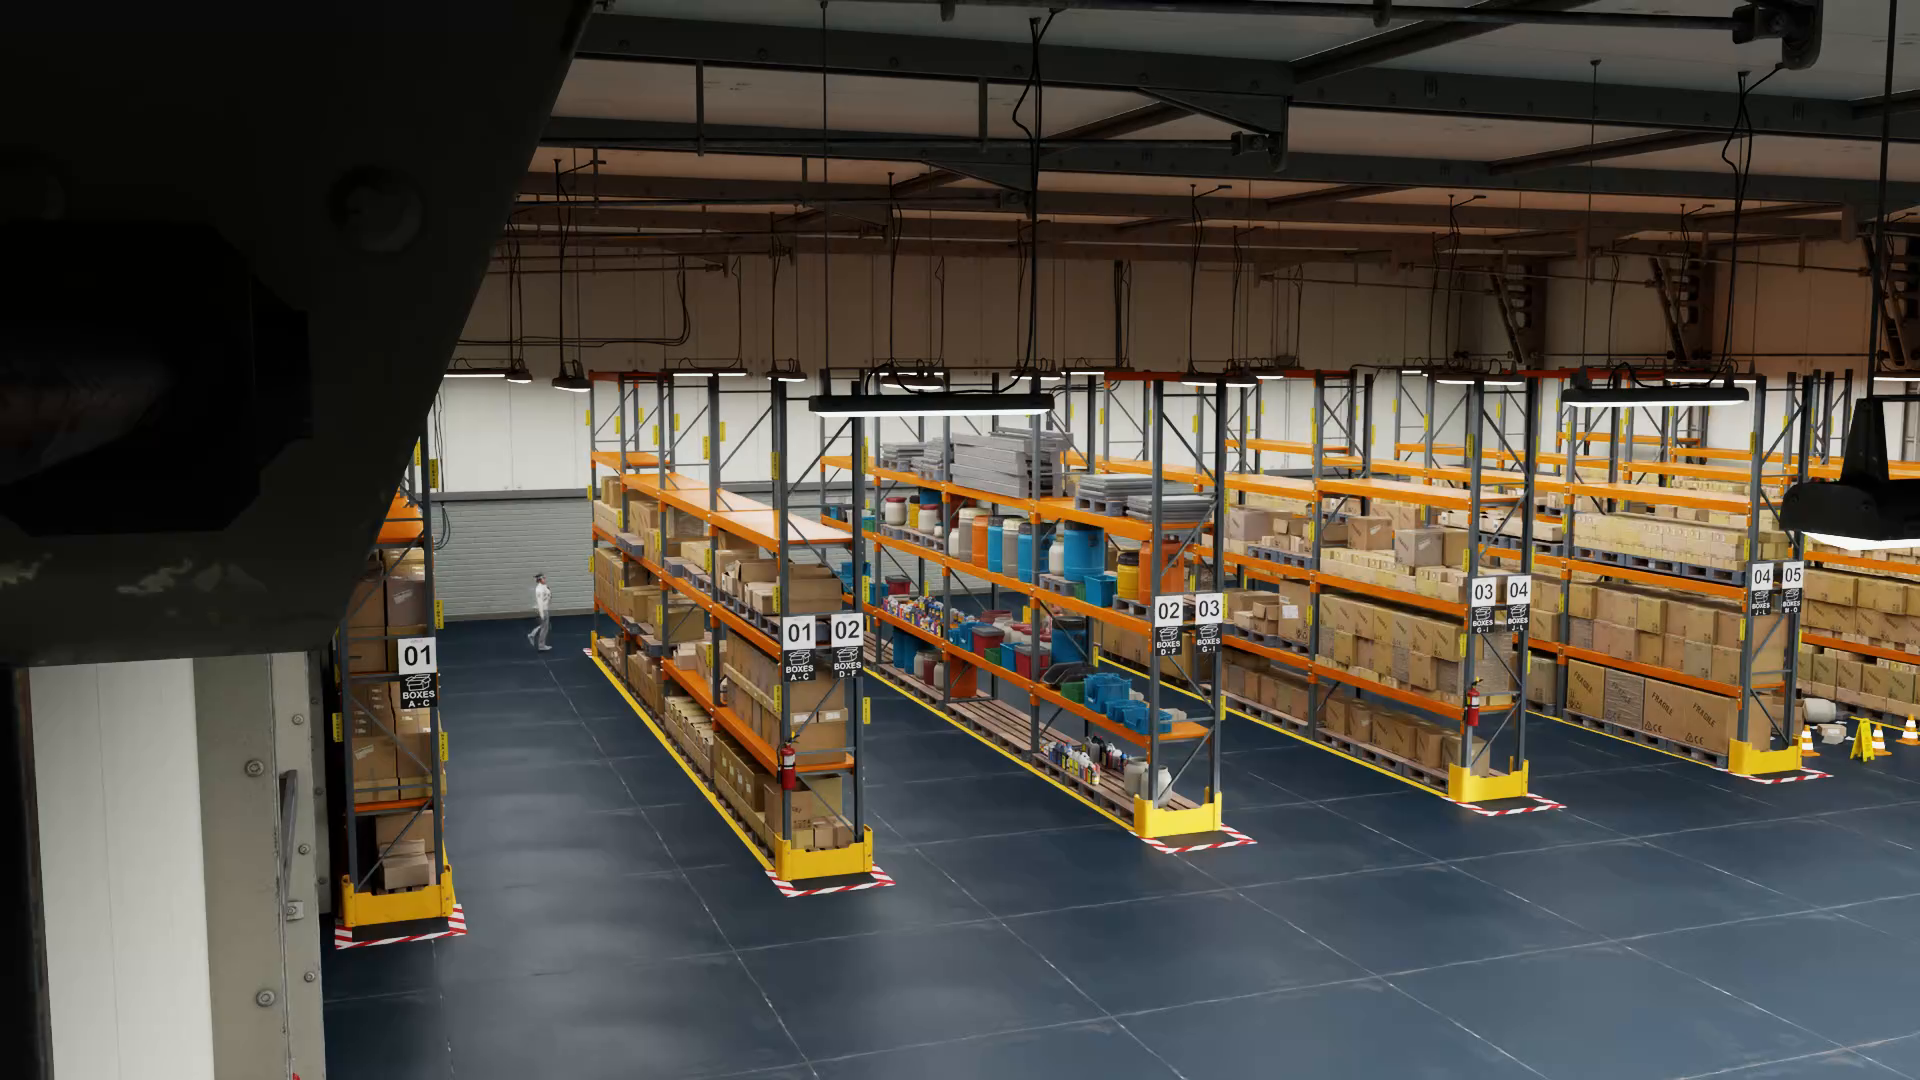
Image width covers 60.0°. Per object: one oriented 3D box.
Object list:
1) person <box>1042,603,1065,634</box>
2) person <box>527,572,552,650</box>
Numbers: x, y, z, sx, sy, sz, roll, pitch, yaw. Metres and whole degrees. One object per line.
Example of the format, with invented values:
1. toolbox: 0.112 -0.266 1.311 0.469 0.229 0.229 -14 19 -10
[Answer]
1. person: 1.848 1.992 31.163 0.531 1.736 1.048 -4 7 -30
2. person: -8.977 1.514 35.571 0.532 1.668 0.558 -3 7 -25
